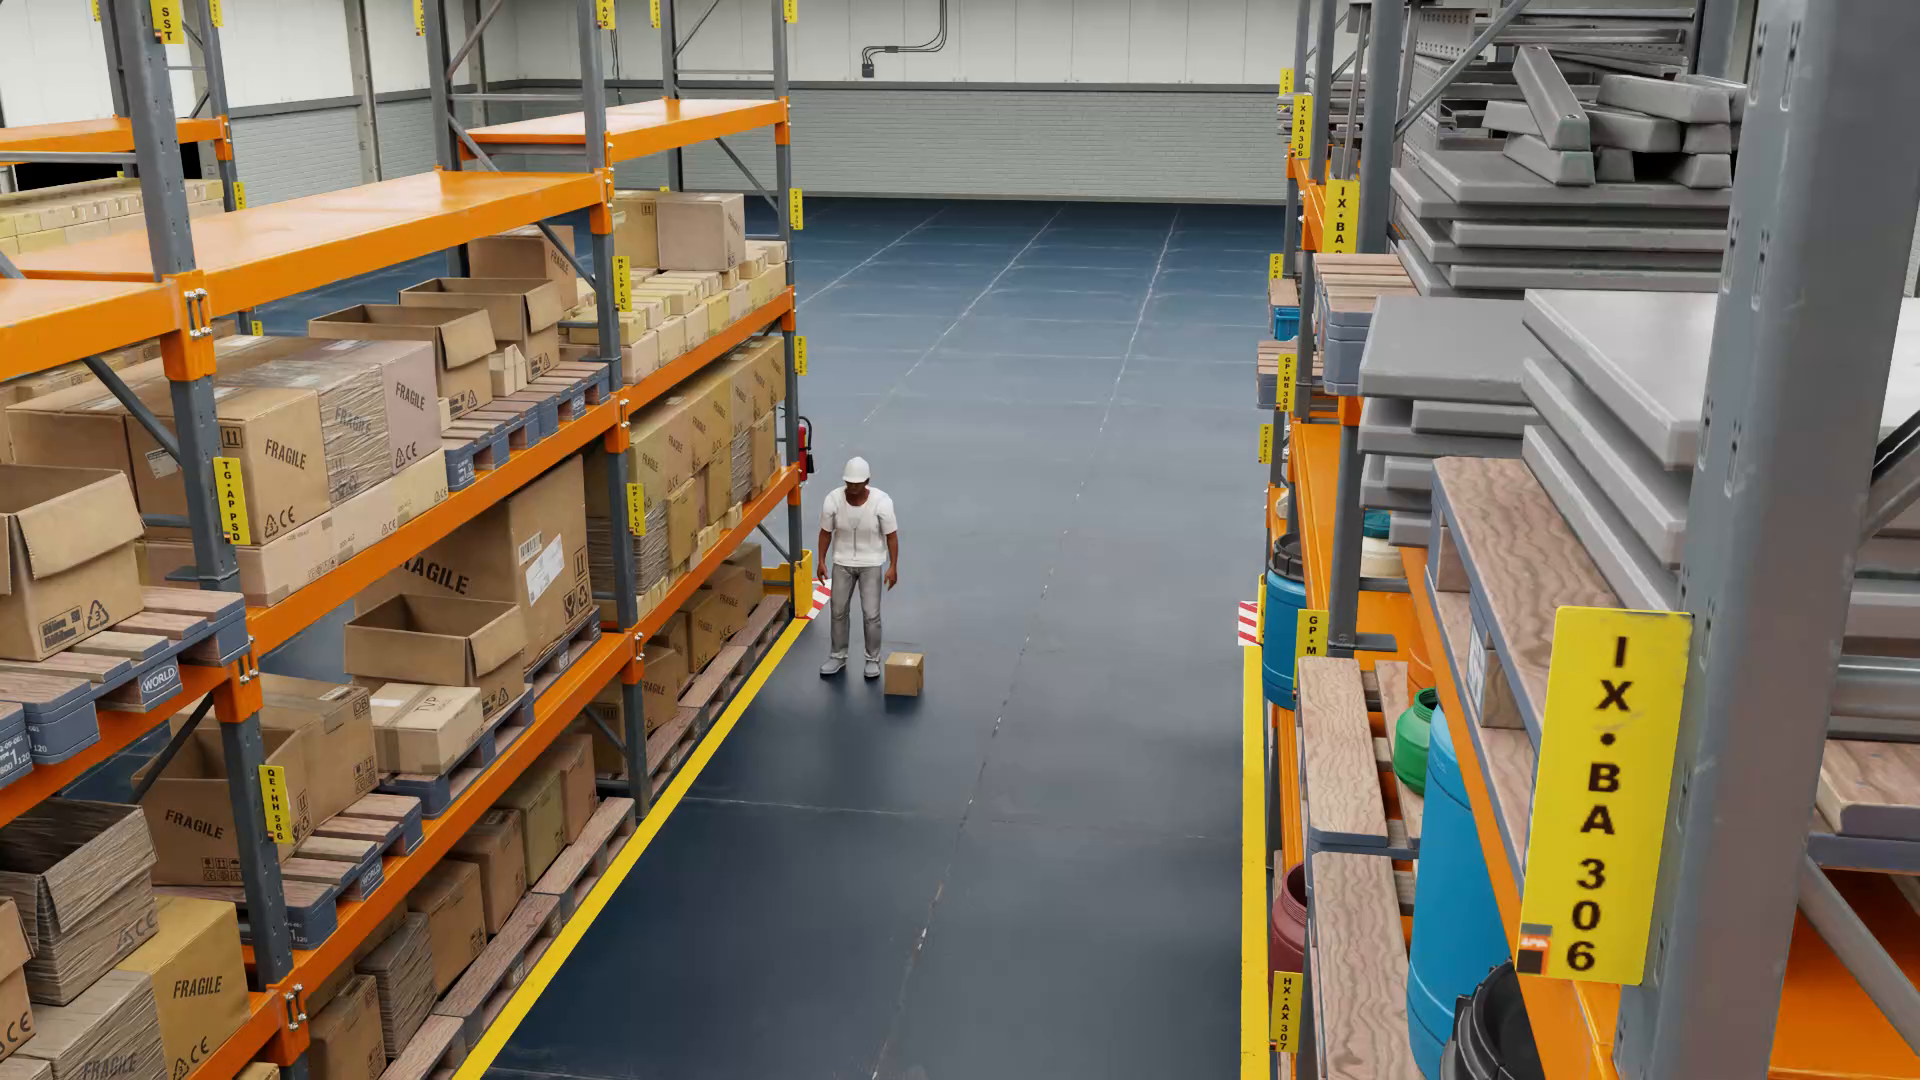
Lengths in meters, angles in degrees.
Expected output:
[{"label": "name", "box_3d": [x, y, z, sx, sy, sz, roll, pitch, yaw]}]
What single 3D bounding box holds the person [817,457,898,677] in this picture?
[{"label": "person", "box_3d": [-0.795, 0.200, 12.884, 0.635, 1.760, 0.455, 3, 18, 9]}]
